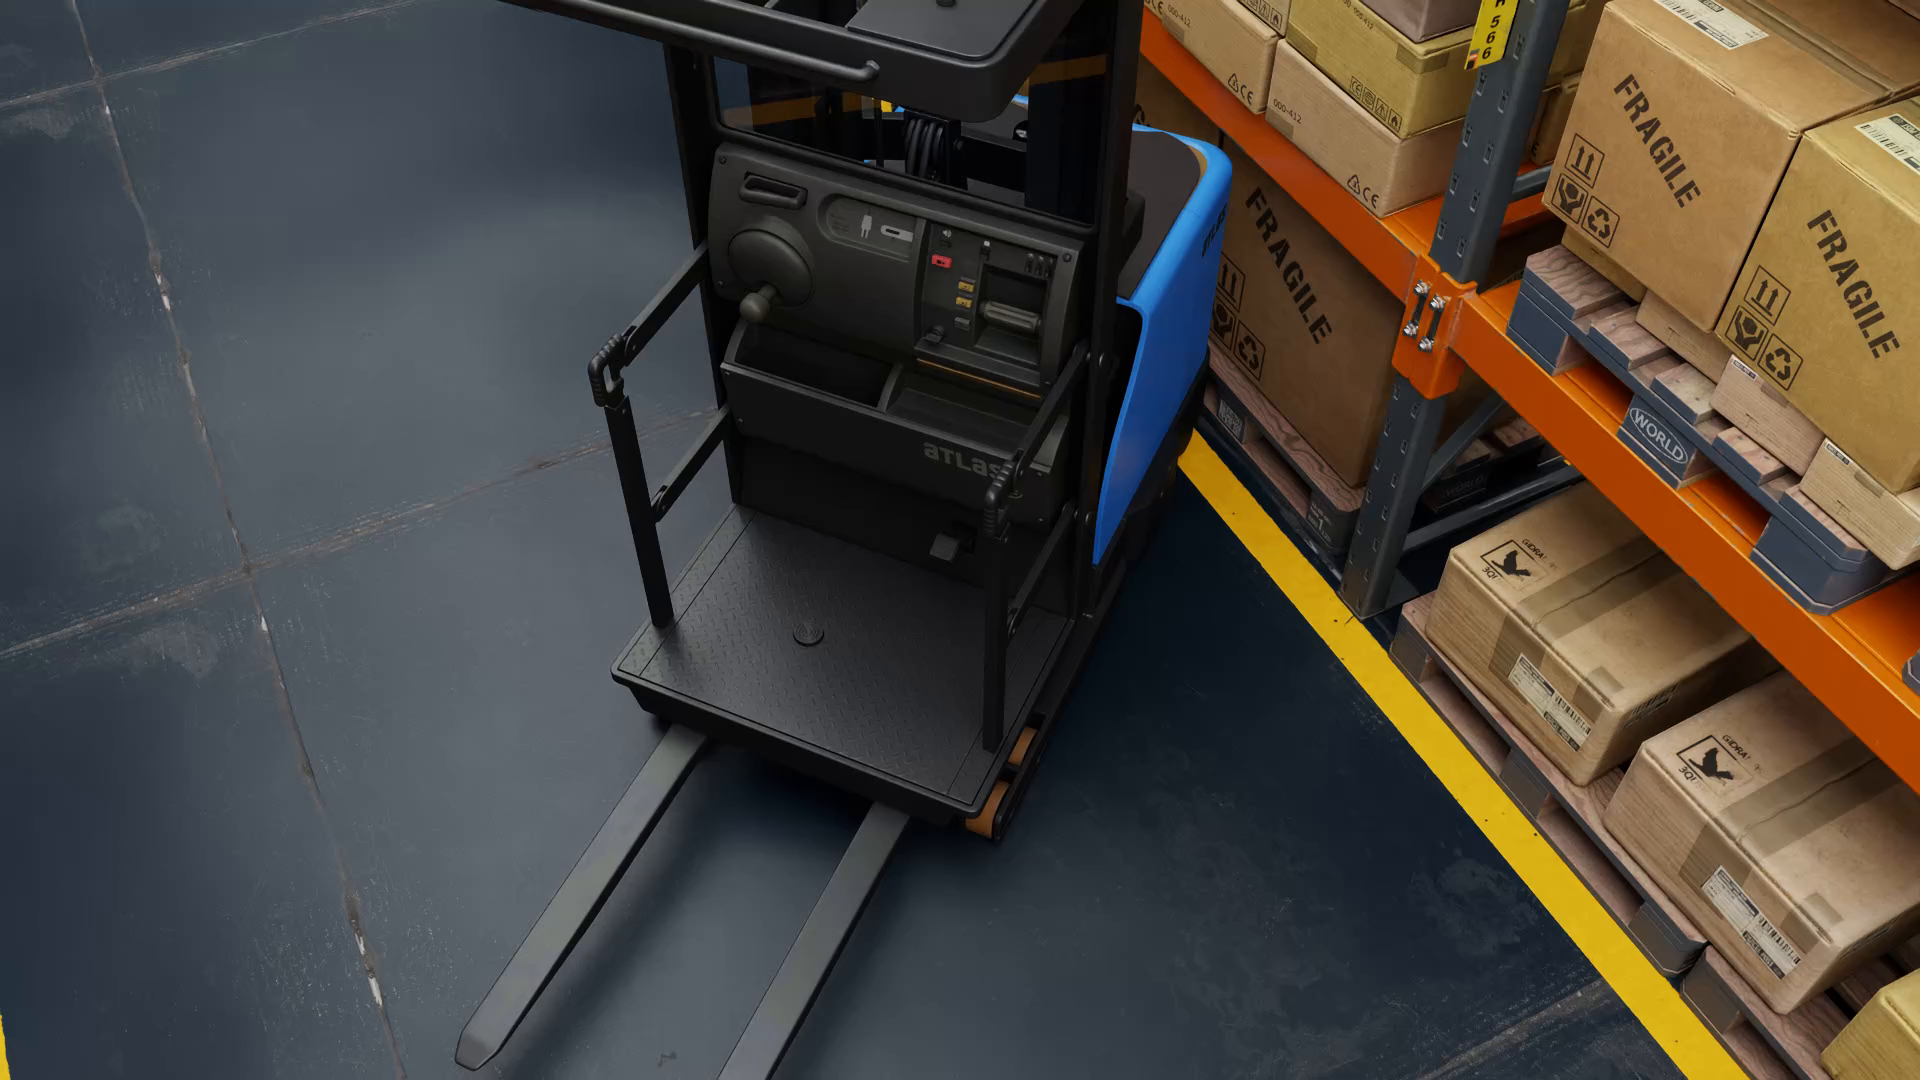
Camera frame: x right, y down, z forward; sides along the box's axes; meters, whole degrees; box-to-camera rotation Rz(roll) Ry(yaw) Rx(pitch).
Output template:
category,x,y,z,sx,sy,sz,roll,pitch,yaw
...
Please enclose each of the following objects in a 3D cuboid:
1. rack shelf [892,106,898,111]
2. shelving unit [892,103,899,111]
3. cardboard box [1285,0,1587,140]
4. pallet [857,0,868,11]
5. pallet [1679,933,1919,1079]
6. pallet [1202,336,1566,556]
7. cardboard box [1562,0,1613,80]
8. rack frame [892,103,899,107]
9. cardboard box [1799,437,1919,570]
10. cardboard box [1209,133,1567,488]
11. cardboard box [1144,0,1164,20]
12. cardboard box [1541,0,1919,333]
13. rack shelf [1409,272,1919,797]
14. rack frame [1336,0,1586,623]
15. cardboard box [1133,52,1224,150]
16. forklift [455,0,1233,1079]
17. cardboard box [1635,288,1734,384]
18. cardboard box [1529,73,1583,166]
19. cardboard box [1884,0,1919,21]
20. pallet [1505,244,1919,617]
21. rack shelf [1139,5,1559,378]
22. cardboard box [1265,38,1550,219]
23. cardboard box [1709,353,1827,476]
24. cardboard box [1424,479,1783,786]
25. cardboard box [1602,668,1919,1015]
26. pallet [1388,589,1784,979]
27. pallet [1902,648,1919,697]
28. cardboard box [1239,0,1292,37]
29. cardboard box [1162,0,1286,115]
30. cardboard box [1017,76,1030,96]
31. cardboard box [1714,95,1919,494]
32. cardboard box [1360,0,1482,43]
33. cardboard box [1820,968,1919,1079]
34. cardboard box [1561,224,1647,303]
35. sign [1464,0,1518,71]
category,x,y,z,sx,sy,sz,roll,pitch,yaw
rack shelf,0.074,-1.270,5.899,0.431,0.518,0.480,-26,54,-17
shelving unit,0.043,-1.726,5.350,0.431,2.100,0.503,-26,54,-17
cardboard box,1.179,-1.302,4.164,0.500,0.250,0.500,-21,52,-18
pallet,0.216,-2.219,7.050,1.003,0.211,1.213,-21,52,-18
pallet,2.537,1.307,3.967,1.003,0.211,1.213,-21,52,-18
pallet,1.332,-0.586,5.622,1.003,0.211,1.213,-21,52,-18
cardboard box,1.614,-1.490,4.328,0.500,0.250,0.500,-22,52,-18
rack frame,-0.082,-1.883,5.488,0.400,2.100,0.015,-26,54,-17
cardboard box,1.901,-0.133,3.262,0.380,0.149,0.250,-21,52,-17
cardboard box,1.384,-0.880,5.159,0.875,0.875,0.875,-22,52,-18
cardboard box,0.700,-1.829,4.956,0.500,0.250,0.500,-22,52,-18
cardboard box,1.626,-0.838,3.447,0.500,0.500,0.500,-23,53,-19
rack shelf,2.541,0.625,3.188,1.077,0.370,4.000,-21,52,-18
rack frame,1.626,-0.950,4.088,1.000,3.000,0.127,-21,52,-18
cardboard box,0.980,-1.478,5.683,0.875,0.875,0.875,-21,52,-17
forklift,-0.258,-0.535,3.771,1.130,2.935,3.031,19,51,16
cardboard box,1.709,-0.523,3.603,0.380,0.149,0.250,-24,53,-20
cardboard box,1.626,-1.315,4.507,0.500,0.250,0.500,-22,52,-18
cardboard box,2.081,-1.011,3.598,0.500,0.500,0.500,-23,53,-19
pallet,2.047,-0.447,3.775,1.213,0.211,1.003,-21,52,-18
rack shelf,0.711,-2.052,5.530,1.077,0.370,4.000,-21,52,-18
cardboard box,1.164,-1.150,4.363,0.500,0.250,0.500,-23,53,-19
cardboard box,1.793,-0.324,3.429,0.380,0.149,0.250,-24,53,-20
cardboard box,1.876,0.158,4.586,0.950,0.372,0.625,-24,53,-20
cardboard box,2.221,0.649,4.156,0.950,0.372,0.625,-22,52,-18
pallet,1.982,0.491,4.680,1.003,0.211,1.213,-21,52,-18
pallet,2.568,0.424,3.014,1.003,0.211,1.213,-21,52,-18
cardboard box,0.941,-1.644,4.463,0.500,0.250,0.500,-22,53,-18
cardboard box,0.916,-1.486,4.657,0.500,0.250,0.500,-20,52,-17
cardboard box,0.571,-2.077,6.206,0.875,0.875,0.875,-20,52,-16
cardboard box,1.871,-0.492,3.145,0.500,0.500,0.500,-19,51,-16
cardboard box,1.157,-1.568,3.898,0.500,0.500,0.500,-22,53,-18
cardboard box,2.563,1.159,3.710,0.950,0.372,0.625,-20,52,-16
cardboard box,1.610,-0.724,3.778,0.380,0.149,0.250,-24,53,-20
sign,1.134,-1.138,3.483,0.100,0.325,0.005,-21,52,-18
